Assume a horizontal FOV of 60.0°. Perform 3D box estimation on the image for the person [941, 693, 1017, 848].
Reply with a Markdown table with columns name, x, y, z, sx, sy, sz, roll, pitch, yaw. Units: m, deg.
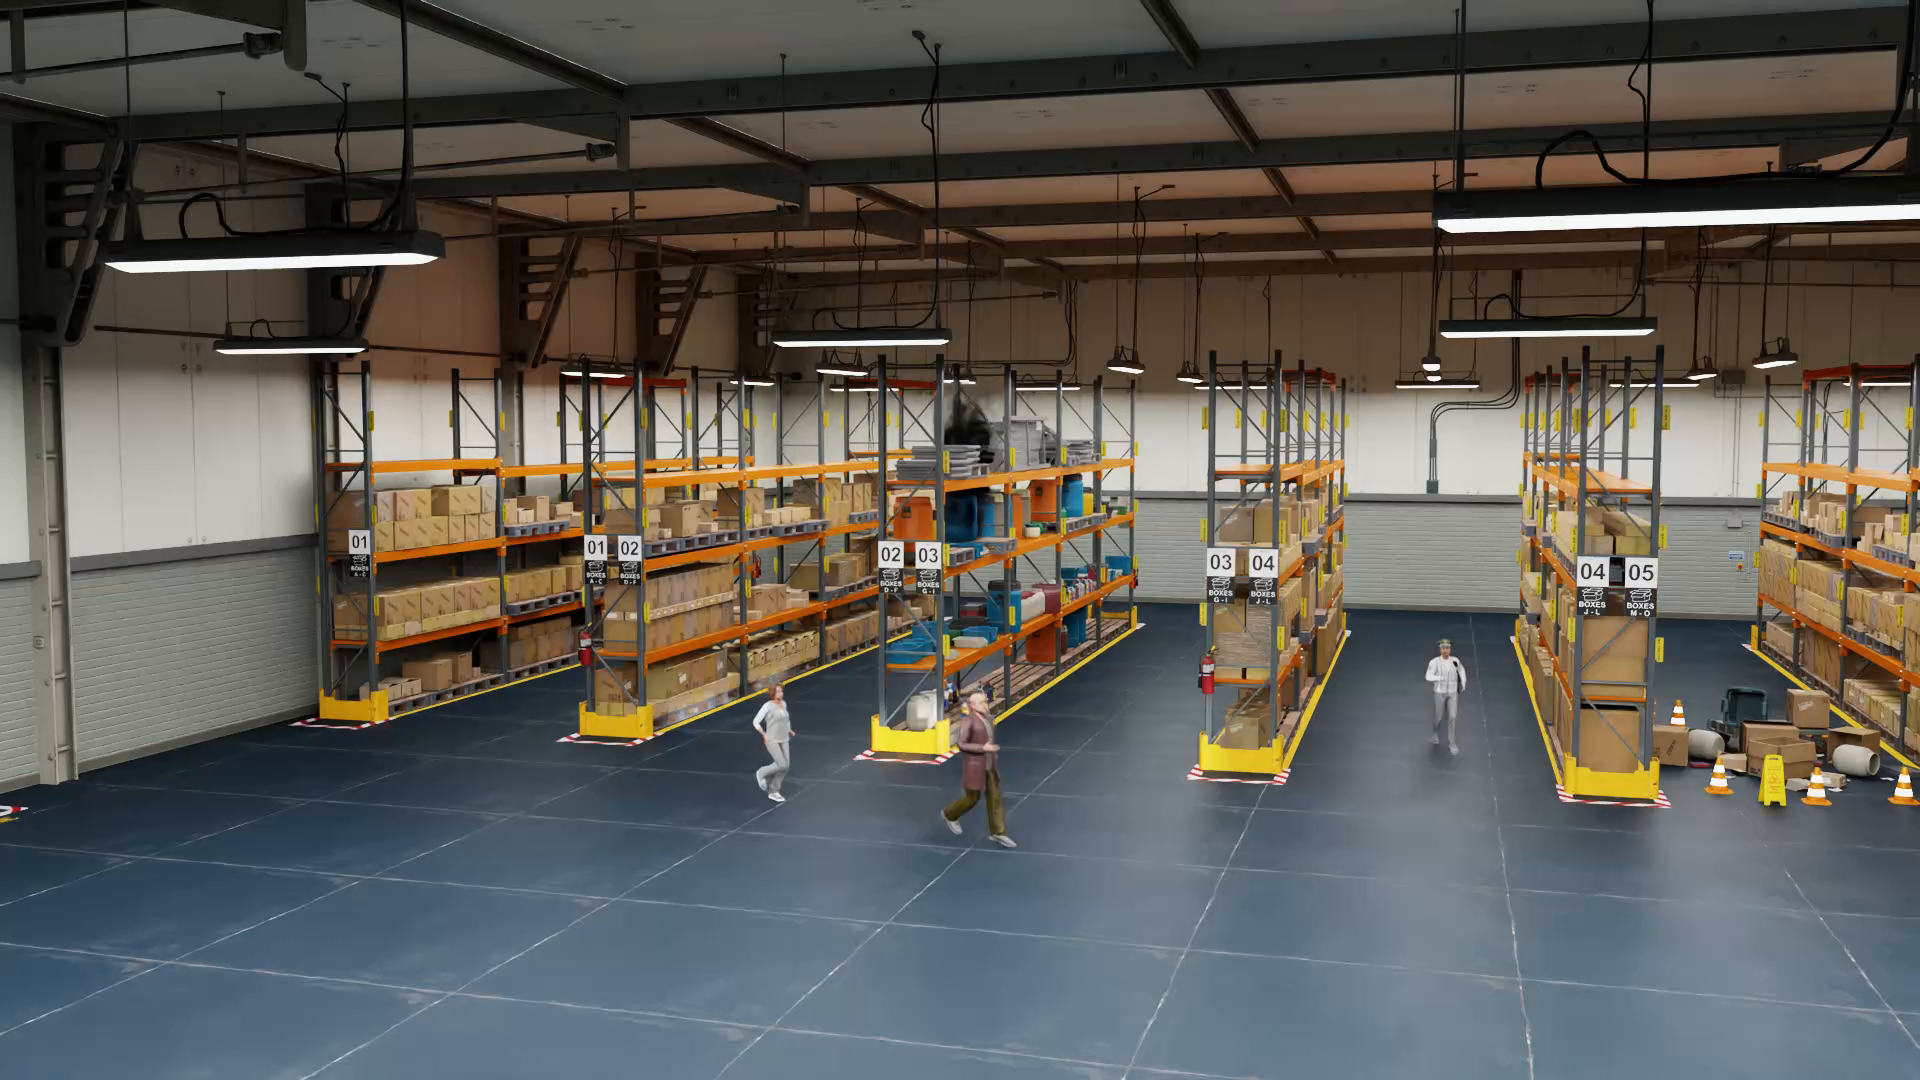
| name | x | y | z | sx | sy | sz | roll | pitch | yaw |
| --- | --- | --- | --- | --- | --- | --- | --- | --- | --- |
| person | 0.213 | 2.728 | 19.633 | 1.049 | 1.708 | 0.710 | 3 | 5 | 39 |

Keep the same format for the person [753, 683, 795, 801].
| name | x | y | z | sx | sy | sz | roll | pitch | yaw |
| --- | --- | --- | --- | --- | --- | --- | --- | --- | --- |
| person | -2.408 | 2.668 | 21.913 | 0.501 | 1.557 | 0.540 | 3 | 5 | 40 |

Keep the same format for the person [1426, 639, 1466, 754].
| name | x | y | z | sx | sy | sz | roll | pitch | yaw |
| --- | --- | --- | --- | --- | --- | --- | --- | --- | --- |
| person | 7.389 | 2.336 | 25.249 | 0.624 | 1.664 | 0.997 | 1 | 4 | 7 |
